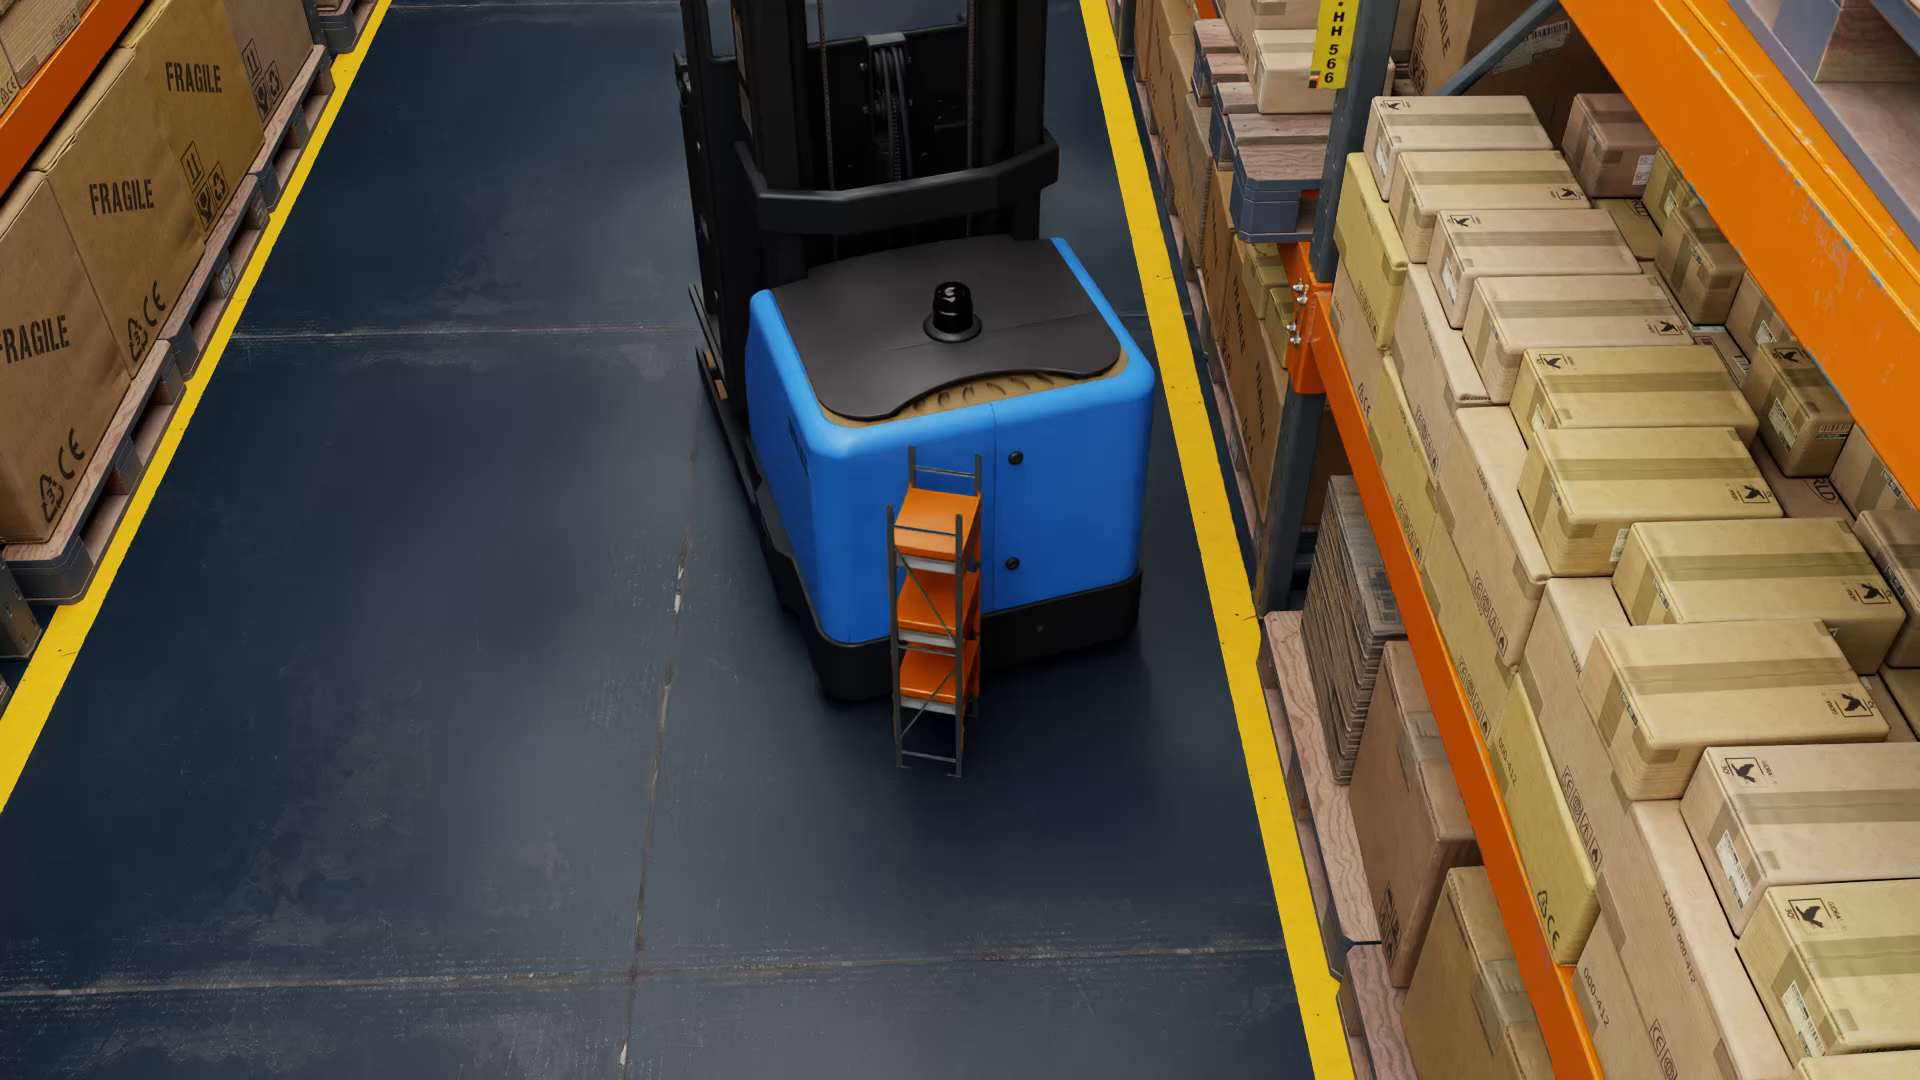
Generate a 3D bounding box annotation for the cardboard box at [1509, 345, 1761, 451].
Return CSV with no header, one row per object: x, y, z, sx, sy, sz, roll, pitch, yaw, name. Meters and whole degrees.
1.308,-0.247,3.246,0.380,0.149,0.250,-1,43,-1,cardboard box

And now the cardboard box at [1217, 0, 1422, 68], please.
1.107,-1.695,5.180,0.500,0.250,0.500,-3,43,-4,cardboard box

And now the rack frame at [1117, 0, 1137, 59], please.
1.306,-3.593,7.450,1.000,3.000,0.127,-2,43,-2,rack frame

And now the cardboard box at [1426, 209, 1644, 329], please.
1.244,-0.592,3.622,0.380,0.149,0.250,-1,43,-1,cardboard box

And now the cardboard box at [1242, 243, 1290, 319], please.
1.159,-0.875,5.543,0.380,0.149,0.250,-4,43,-4,cardboard box

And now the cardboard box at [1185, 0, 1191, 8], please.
1.166,-2.458,7.271,0.380,0.149,0.250,-4,43,-4,cardboard box

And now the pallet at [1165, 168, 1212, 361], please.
1.433,-1.191,6.894,1.003,0.211,1.213,-2,43,-2,pallet

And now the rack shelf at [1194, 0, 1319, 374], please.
1.391,-1.978,6.220,1.077,0.370,4.000,-2,43,-2,rack shelf

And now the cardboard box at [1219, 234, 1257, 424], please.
1.232,-0.744,5.880,0.500,0.500,0.500,-2,43,-2,cardboard box

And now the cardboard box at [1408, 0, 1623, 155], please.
1.610,-1.436,4.712,0.500,0.500,0.500,0,43,0,cardboard box

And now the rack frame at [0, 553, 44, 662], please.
-3.484,-0.748,4.346,1.000,3.000,0.127,-2,43,-2,rack frame

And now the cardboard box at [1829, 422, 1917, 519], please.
1.872,-0.096,3.081,0.380,0.149,0.250,-2,43,-2,cardboard box

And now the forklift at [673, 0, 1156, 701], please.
-0.367,-1.597,5.324,1.130,2.935,3.031,-12,44,-13,forklift

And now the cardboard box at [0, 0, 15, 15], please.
-3.288,-1.912,5.357,0.500,0.250,0.500,-2,43,-2,cardboard box

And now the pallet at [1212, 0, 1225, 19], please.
1.388,-2.135,6.001,1.003,0.211,1.213,-2,43,-2,pallet

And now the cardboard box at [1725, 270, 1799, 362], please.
1.844,-0.441,3.457,0.380,0.149,0.250,-2,43,-3,cardboard box

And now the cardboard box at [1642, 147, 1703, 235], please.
1.814,-0.781,3.829,0.380,0.149,0.250,-1,43,-1,cardboard box

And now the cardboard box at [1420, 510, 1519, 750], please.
1.295,0.156,3.470,0.500,0.250,0.500,-3,43,-3,cardboard box

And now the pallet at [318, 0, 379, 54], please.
-3.608,-2.936,8.797,1.003,0.211,1.213,-2,43,-2,pallet

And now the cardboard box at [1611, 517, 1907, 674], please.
1.368,0.099,2.868,0.380,0.149,0.250,-2,43,-2,cardboard box

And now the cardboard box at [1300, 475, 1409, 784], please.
1.488,0.249,4.705,0.875,0.625,0.625,0,43,0,cardboard box

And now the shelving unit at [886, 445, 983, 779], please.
-0.067,0.229,4.723,0.215,1.050,0.252,8,43,9,shelving unit

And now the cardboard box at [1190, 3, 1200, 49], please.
1.165,-2.104,6.884,0.380,0.149,0.250,-2,43,-2,cardboard box

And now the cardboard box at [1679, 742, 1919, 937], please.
1.325,0.446,2.490,0.380,0.149,0.250,-1,43,-1,cardboard box

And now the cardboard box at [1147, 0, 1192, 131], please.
1.134,-2.134,7.398,0.500,0.500,0.500,-2,43,-2,cardboard box

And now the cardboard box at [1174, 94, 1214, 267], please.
1.166,-1.447,6.648,0.500,0.500,0.500,-3,43,-3,cardboard box

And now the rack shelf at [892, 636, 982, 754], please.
-0.067,0.442,4.918,0.215,0.259,0.240,8,43,9,rack shelf

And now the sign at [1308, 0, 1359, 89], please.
0.934,-1.268,4.116,0.100,0.325,0.005,-2,43,-2,sign

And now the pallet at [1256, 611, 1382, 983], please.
1.471,0.692,4.839,1.003,0.211,1.213,-2,43,-2,pallet

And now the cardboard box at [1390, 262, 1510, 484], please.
1.270,-0.377,3.682,0.500,0.250,0.500,0,43,0,cardboard box

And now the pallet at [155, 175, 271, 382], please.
-3.491,-1.076,6.767,1.003,0.211,1.213,-2,43,-2,pallet

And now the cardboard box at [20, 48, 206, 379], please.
-3.464,-1.190,6.090,0.875,0.875,0.875,-1,43,-1,cardboard box

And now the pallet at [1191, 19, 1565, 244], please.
1.377,-1.278,5.066,1.213,0.211,1.003,-2,43,-2,pallet

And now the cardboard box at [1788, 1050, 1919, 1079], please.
1.278,0.793,2.111,0.380,0.149,0.250,-3,43,-3,cardboard box

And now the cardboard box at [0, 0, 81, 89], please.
-3.309,-1.731,5.529,0.500,0.250,0.500,0,43,0,cardboard box

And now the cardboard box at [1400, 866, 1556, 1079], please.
1.553,1.145,3.728,0.875,0.625,0.625,-3,43,-4,cardboard box

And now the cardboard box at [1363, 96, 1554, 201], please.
1.195,-0.945,4.007,0.380,0.149,0.250,0,43,-1,cardboard box

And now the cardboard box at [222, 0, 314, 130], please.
-3.547,-2.403,7.414,0.875,0.875,0.875,0,43,0,cardboard box

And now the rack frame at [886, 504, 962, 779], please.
-0.092,0.310,4.635,0.200,1.050,0.008,8,43,9,rack frame

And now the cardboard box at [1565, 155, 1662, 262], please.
1.772,-0.726,4.064,0.500,0.250,0.500,-1,43,-1,cardboard box

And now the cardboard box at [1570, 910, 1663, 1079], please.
1.345,0.855,2.708,0.500,0.250,0.500,-1,43,-2,cardboard box

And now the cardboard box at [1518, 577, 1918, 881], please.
1.321,0.321,2.921,0.500,0.250,0.500,-1,43,-1,cardboard box

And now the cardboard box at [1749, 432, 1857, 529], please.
1.814,-0.043,3.318,0.500,0.250,0.500,-2,43,-2,cardboard box

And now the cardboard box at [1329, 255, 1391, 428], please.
1.250,-0.531,4.220,0.500,0.250,0.500,-1,43,-2,cardboard box
